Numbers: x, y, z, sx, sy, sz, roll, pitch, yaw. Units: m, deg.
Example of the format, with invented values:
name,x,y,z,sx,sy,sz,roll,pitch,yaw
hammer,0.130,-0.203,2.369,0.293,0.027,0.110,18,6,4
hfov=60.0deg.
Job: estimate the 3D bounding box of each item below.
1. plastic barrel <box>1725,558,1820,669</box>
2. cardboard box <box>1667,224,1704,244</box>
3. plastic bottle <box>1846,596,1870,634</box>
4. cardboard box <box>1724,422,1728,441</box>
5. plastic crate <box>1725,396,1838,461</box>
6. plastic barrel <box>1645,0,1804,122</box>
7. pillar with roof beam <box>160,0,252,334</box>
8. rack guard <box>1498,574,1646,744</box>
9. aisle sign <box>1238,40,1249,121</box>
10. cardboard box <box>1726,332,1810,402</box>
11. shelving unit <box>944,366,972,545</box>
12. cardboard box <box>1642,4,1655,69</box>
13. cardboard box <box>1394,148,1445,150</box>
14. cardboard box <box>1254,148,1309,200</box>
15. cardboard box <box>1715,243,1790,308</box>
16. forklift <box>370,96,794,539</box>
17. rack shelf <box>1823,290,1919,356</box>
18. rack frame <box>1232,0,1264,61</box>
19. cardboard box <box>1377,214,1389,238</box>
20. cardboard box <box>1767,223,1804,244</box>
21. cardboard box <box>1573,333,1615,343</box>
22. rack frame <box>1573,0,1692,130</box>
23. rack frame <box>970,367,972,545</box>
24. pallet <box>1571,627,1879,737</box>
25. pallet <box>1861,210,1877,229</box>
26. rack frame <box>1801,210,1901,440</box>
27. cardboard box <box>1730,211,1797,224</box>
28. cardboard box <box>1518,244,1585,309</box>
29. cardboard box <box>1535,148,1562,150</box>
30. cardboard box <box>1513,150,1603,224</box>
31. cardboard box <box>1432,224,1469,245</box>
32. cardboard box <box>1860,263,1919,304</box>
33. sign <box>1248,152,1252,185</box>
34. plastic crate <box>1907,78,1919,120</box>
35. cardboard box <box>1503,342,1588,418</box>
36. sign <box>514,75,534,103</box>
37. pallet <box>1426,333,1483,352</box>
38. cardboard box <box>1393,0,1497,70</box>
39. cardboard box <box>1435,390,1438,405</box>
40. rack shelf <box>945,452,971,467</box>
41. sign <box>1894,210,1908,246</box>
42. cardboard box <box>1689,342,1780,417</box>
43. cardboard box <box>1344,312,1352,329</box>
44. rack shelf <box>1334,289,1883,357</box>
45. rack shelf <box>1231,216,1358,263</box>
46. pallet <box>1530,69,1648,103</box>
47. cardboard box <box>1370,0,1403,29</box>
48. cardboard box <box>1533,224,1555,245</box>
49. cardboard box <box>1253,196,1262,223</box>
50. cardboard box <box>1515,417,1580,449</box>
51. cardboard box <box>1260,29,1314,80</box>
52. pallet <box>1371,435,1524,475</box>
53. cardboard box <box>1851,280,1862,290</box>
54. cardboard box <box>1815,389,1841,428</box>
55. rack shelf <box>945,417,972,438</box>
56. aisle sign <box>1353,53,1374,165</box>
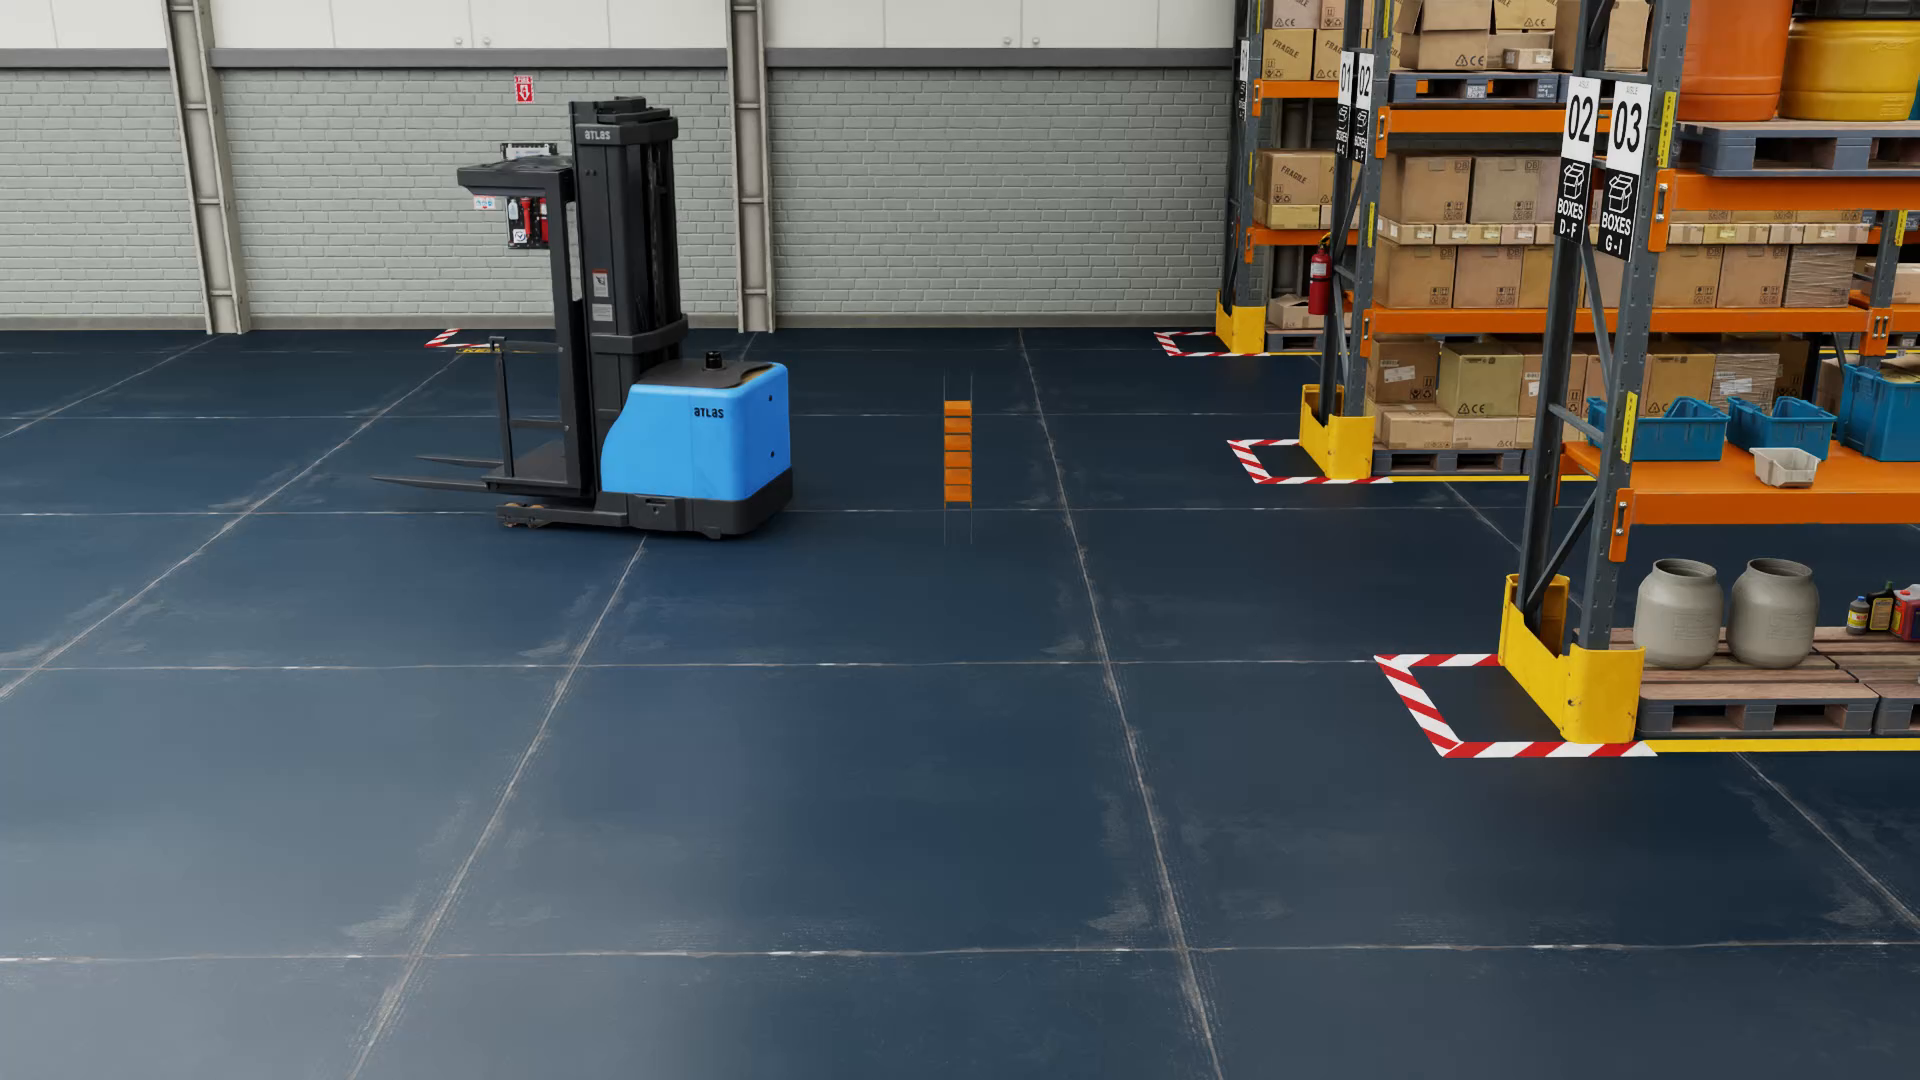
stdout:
name,x,y,z,sx,sy,sz,roll,pitch,yaw
plastic barrel,4.307,0.388,8.814,0.421,0.512,0.421,0,18,0
cardboard box,5.536,-2.384,12.844,0.250,0.149,0.380,0,18,1
plastic bottle,4.978,0.412,9.213,0.097,0.201,0.097,0,18,0
cardboard box,6.113,-0.923,13.327,0.500,0.250,0.500,0,18,-1
plastic crate,4.294,-0.592,8.727,0.408,0.251,0.499,0,18,-1
plastic barrel,3.632,-2.442,7.948,0.708,0.830,0.600,0,18,-1
pillar with roof beam,-8.252,-5.345,13.479,0.400,9.000,9.100,0,18,-1
rack guard,3.224,0.607,8.835,0.348,0.500,1.175,0,18,-1
aisle sign,2.925,-4.740,17.156,0.004,0.787,0.394,0,18,-1
cardboard box,6.605,-1.441,13.716,0.500,0.500,0.500,0,18,-1
shelving unit,-0.014,-0.571,11.364,0.189,1.200,0.258,0,18,-1
cardboard box,5.425,-3.875,12.720,0.637,0.503,0.797,2,18,5
cardboard box,4.984,-3.962,17.972,0.500,0.500,0.500,0,18,0
cardboard box,3.460,-3.956,17.955,0.500,0.500,0.500,0,18,-1
cardboard box,6.103,-2.139,13.142,0.500,0.500,0.700,0,18,-1
forklift,-2.805,-1.627,11.822,3.031,2.935,1.130,5,18,14
rack shelf,9.073,-1.767,13.324,4.000,0.370,1.077,0,18,-1
rack frame,2.992,-6.450,16.924,0.127,3.000,1.000,0,18,-1
cardboard box,3.453,-2.497,13.197,0.250,0.149,0.380,-1,18,-2
cardboard box,6.296,-2.387,12.853,0.250,0.149,0.380,-1,18,-2
cardboard box,5.105,-1.433,13.692,0.500,0.500,0.500,0,18,-1
rack frame,3.149,-3.425,7.491,0.127,3.000,1.000,0,18,-1
rack frame,0.077,-0.572,11.365,0.006,1.200,0.240,0,18,-1
pallet,4.036,0.743,8.887,1.213,0.211,1.003,0,18,-1
pallet,9.013,-3.519,17.921,1.213,0.211,1.003,0,18,-1
rack frame,7.074,-2.100,13.184,0.127,3.000,1.000,0,18,-1
cardboard box,6.125,-2.759,12.949,0.500,0.500,0.700,0,18,-1
cardboard box,4.563,-2.132,13.118,0.500,0.500,0.700,0,18,0
cardboard box,6.518,-3.970,17.997,0.500,0.500,0.500,-1,18,-2
cardboard box,4.624,-2.752,12.927,0.500,0.500,0.700,0,18,-1
cardboard box,3.734,-2.376,12.817,0.250,0.149,0.380,-1,18,-2
cardboard box,7.565,-2.045,13.256,0.500,0.250,0.500,1,18,3
sign,3.001,-3.840,17.191,0.005,0.325,0.100,0,18,-1
plastic crate,5.051,-2.090,8.267,0.575,0.384,0.392,0,18,-1
cardboard box,4.613,-1.273,13.190,0.500,0.500,0.500,0,18,-1
sign,-4.802,-4.966,18.324,0.199,0.298,0.001,0,18,-1
pallet,5.098,-2.265,18.261,1.213,0.211,1.003,0,18,-1
cardboard box,3.649,-3.827,12.569,0.637,0.503,0.797,1,18,3
cardboard box,4.105,-1.071,13.788,0.500,0.250,0.500,0,18,-1
rack shelf,-0.014,-0.529,11.378,0.180,0.103,0.258,0,18,-1
sign,7.084,-2.381,12.511,0.005,0.325,0.100,0,18,-1
cardboard box,6.113,-1.280,13.214,0.500,0.500,0.500,0,18,-1
cardboard box,4.255,-2.502,18.117,0.500,0.311,0.500,1,18,4
rack shelf,5.074,-1.748,13.264,4.000,0.370,1.077,0,18,-1
rack shelf,4.992,-3.261,17.980,4.000,0.370,1.077,0,18,-1
pallet,5.004,-3.469,12.686,1.213,0.211,1.003,0,18,-1
cardboard box,4.396,-5.476,16.963,0.500,0.500,0.500,0,18,1
cardboard box,4.502,-2.379,12.827,0.250,0.149,0.380,-1,18,-3
cardboard box,3.457,-3.593,18.052,0.500,0.250,0.500,0,18,0
cardboard box,4.614,-0.912,13.294,0.500,0.250,0.500,0,18,-1
cardboard box,3.331,-5.005,17.131,0.500,0.500,0.500,0,18,1
pallet,3.838,-0.770,13.601,1.213,0.211,1.003,0,18,-1
cardboard box,9.755,-2.665,18.317,0.500,0.500,0.700,0,18,-1
cardboard box,7.484,-1.081,13.822,0.500,0.250,0.500,0,18,-1
rack shelf,-0.014,-0.757,11.304,0.180,0.103,0.258,0,18,-1
aisle sign,3.013,-3.225,12.434,0.004,0.787,0.394,0,18,-1
